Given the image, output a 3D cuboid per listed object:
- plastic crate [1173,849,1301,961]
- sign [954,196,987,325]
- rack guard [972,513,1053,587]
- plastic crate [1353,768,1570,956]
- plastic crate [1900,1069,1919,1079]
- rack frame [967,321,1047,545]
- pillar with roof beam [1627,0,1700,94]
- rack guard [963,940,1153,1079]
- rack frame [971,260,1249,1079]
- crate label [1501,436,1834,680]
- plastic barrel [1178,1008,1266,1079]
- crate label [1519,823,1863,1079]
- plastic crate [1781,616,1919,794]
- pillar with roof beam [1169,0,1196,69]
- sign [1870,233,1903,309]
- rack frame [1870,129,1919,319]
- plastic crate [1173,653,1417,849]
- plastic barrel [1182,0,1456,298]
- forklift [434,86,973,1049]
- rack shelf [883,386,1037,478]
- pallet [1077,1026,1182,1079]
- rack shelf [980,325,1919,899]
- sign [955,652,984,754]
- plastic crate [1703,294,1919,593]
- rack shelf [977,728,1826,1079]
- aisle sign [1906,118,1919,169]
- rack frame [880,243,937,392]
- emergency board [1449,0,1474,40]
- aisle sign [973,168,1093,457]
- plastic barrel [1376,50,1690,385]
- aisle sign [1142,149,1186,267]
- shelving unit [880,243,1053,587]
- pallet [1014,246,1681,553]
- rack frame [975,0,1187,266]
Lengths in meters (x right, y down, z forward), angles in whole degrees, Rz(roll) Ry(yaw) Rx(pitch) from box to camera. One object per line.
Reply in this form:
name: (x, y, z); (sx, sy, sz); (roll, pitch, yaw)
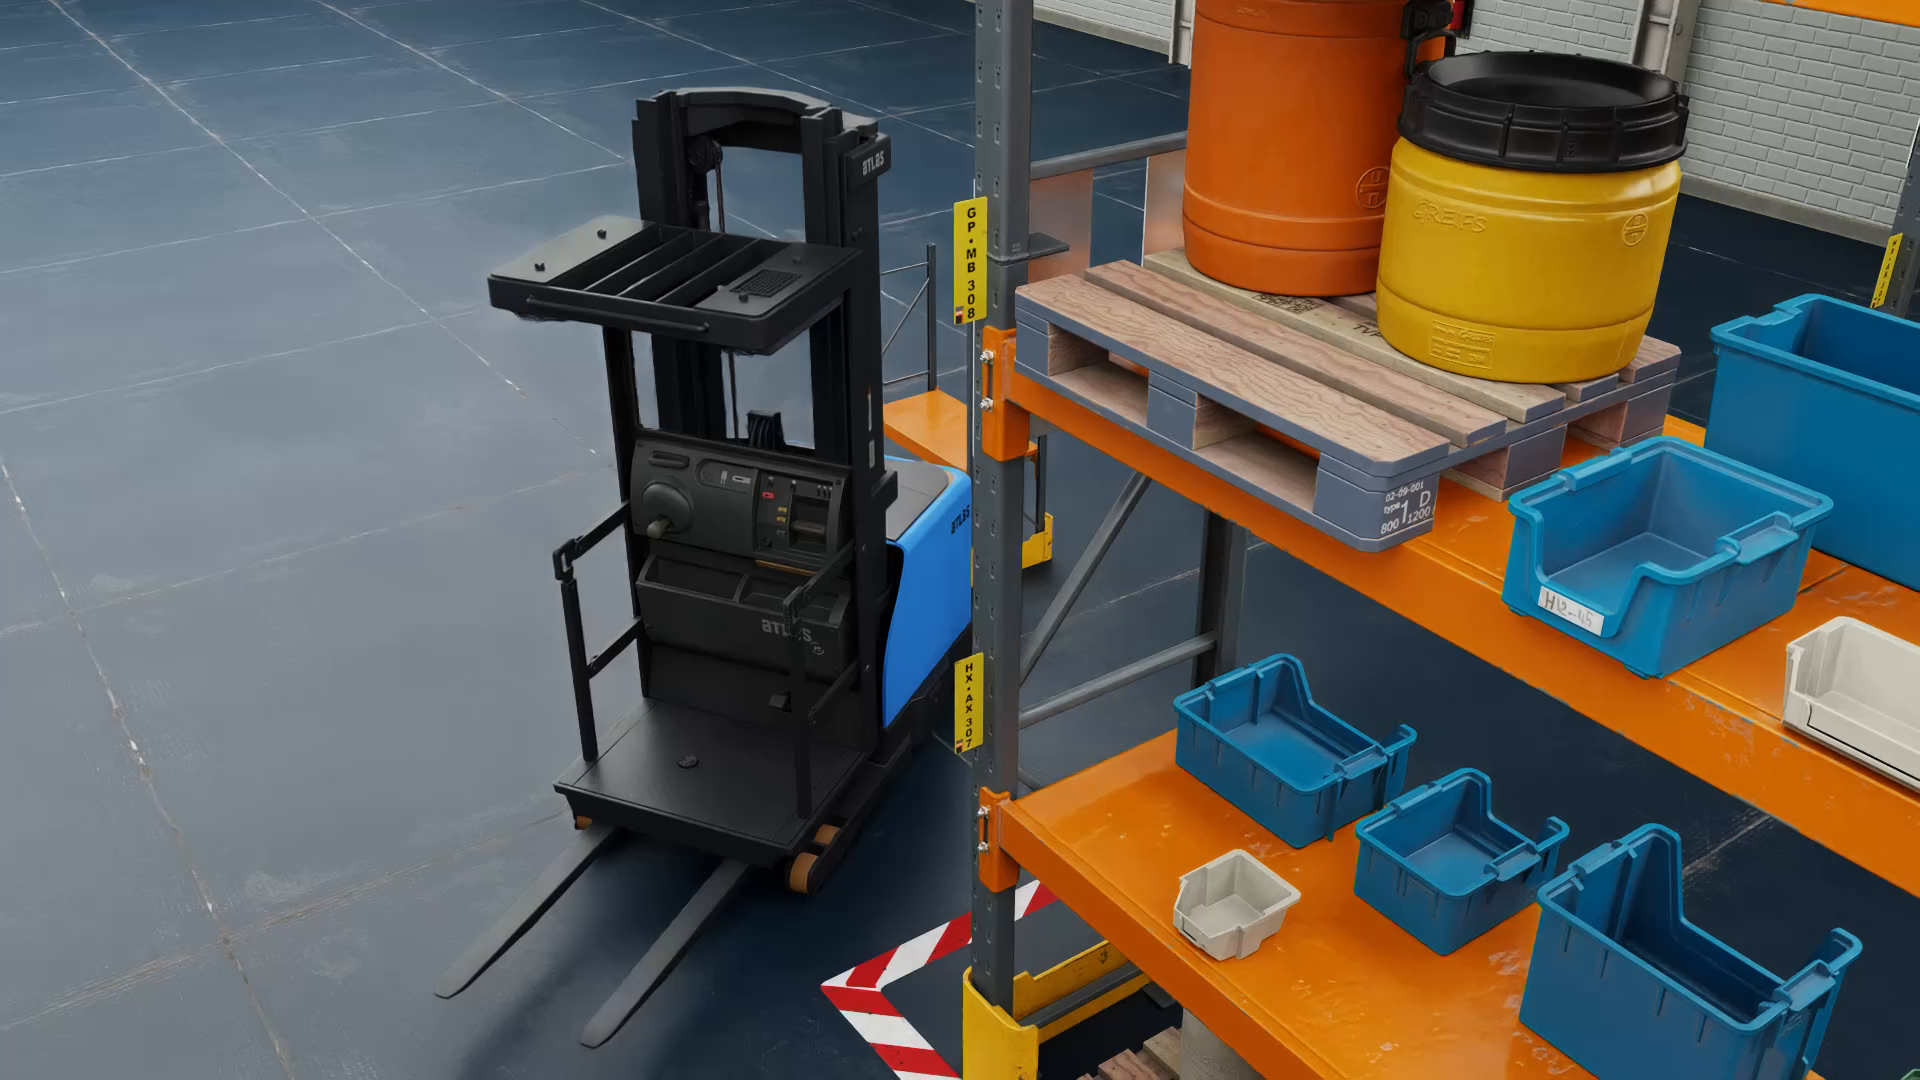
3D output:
plastic crate: (0.735, 1.009, 4.525); (0.298, 0.136, 0.250); (-19, 34, -31)
sign: (0.027, -0.715, 4.272); (0.100, 0.325, 0.005); (-19, 34, -31)
rack guard: (0.245, 0.054, 8.888); (0.587, 0.250, 0.087); (-19, 34, -31)
plastic crate: (1.384, 0.887, 4.629); (0.499, 0.251, 0.408); (-19, 34, -31)
plastic crate: (2.240, 1.498, 3.570); (0.450, 0.188, 0.662); (-19, 34, -31)
rack frame: (0.245, -0.495, 8.589); (0.500, 1.500, 0.032); (-19, 34, -31)
pillar with roof beam: (2.671, -6.031, 10.926); (9.100, 9.000, 0.400); (-19, 34, -31)
rack guard: (0.560, 1.571, 5.833); (1.175, 0.500, 0.348); (-19, 34, -31)
rack frame: (0.478, 0.456, 5.267); (1.000, 3.000, 0.127); (-19, 34, -31)
crate label: (1.294, 0.022, 3.078); (0.502, 0.251, 0.408); (-19, 34, -31)
plastic barrel: (0.922, 1.600, 5.328); (0.421, 0.512, 0.421); (0, 29, 0)
crate label: (1.766, 1.081, 4.079); (0.502, 0.435, 0.616); (-19, 34, -31)
plastic crate: (1.538, 0.297, 2.694); (0.243, 0.136, 0.396); (-19, 34, -31)
pillar with roof beam: (-0.809, -8.363, 15.221); (9.100, 9.000, 0.400); (-19, 34, -31)
sign: (4.059, -1.178, 7.285); (0.100, 0.325, 0.005); (-19, 34, -31)
rack frame: (4.515, -0.914, 7.789); (1.000, 3.000, 0.127); (-19, 34, -31)
plastic crate: (1.012, 0.633, 5.097); (0.499, 0.251, 0.616); (-19, 34, -31)
plastic barrel: (0.863, -1.082, 4.065); (0.600, 0.830, 0.708); (-19, 34, -31)
forklift: (-0.962, -0.102, 6.367); (1.130, 2.935, 3.031); (11, 30, 20)
rack shelf: (-0.049, -0.534, 9.039); (0.538, 0.185, 1.000); (-19, 34, -31)
pallet: (1.027, 2.015, 5.318); (1.003, 0.211, 1.213); (-19, 34, -31)
rack shelf: (1.638, 0.232, 3.291); (1.077, 0.370, 4.000); (-19, 34, -31)
sign: (0.027, 0.485, 4.924); (0.100, 0.325, 0.005); (-19, 34, -31)
plastic crate: (1.829, -0.197, 3.343); (0.392, 0.384, 0.575); (-19, 34, -31)
rack shelf: (1.638, 1.550, 4.007); (1.077, 0.370, 4.000); (-19, 34, -31)
aisle sign: (4.227, -1.997, 7.060); (0.394, 0.787, 0.004); (-19, 34, -31)
rack frame: (-0.344, -0.890, 9.317); (0.500, 1.500, 0.032); (-19, 34, -31)
emergency board: (4.776, -5.558, 16.340); (0.194, 1.169, 0.643); (-19, 34, -31)
aisle sign: (0.197, -0.633, 4.549); (0.394, 0.787, 0.004); (-19, 34, -31)
plastic barrel: (1.242, -0.721, 3.655); (0.600, 0.588, 0.600); (0, 29, 0)
aisle sign: (0.678, -0.796, 4.850); (0.394, 0.787, 0.004); (-19, 34, -31)
shelving unit: (-0.044, -0.689, 8.947); (0.587, 1.500, 1.083); (-19, 34, -31)
pallet: (0.878, -0.430, 3.954); (1.003, 0.211, 1.213); (-19, 34, -31)
rack frame: (0.478, -2.180, 3.835); (1.000, 3.000, 0.127); (-19, 34, -31)
